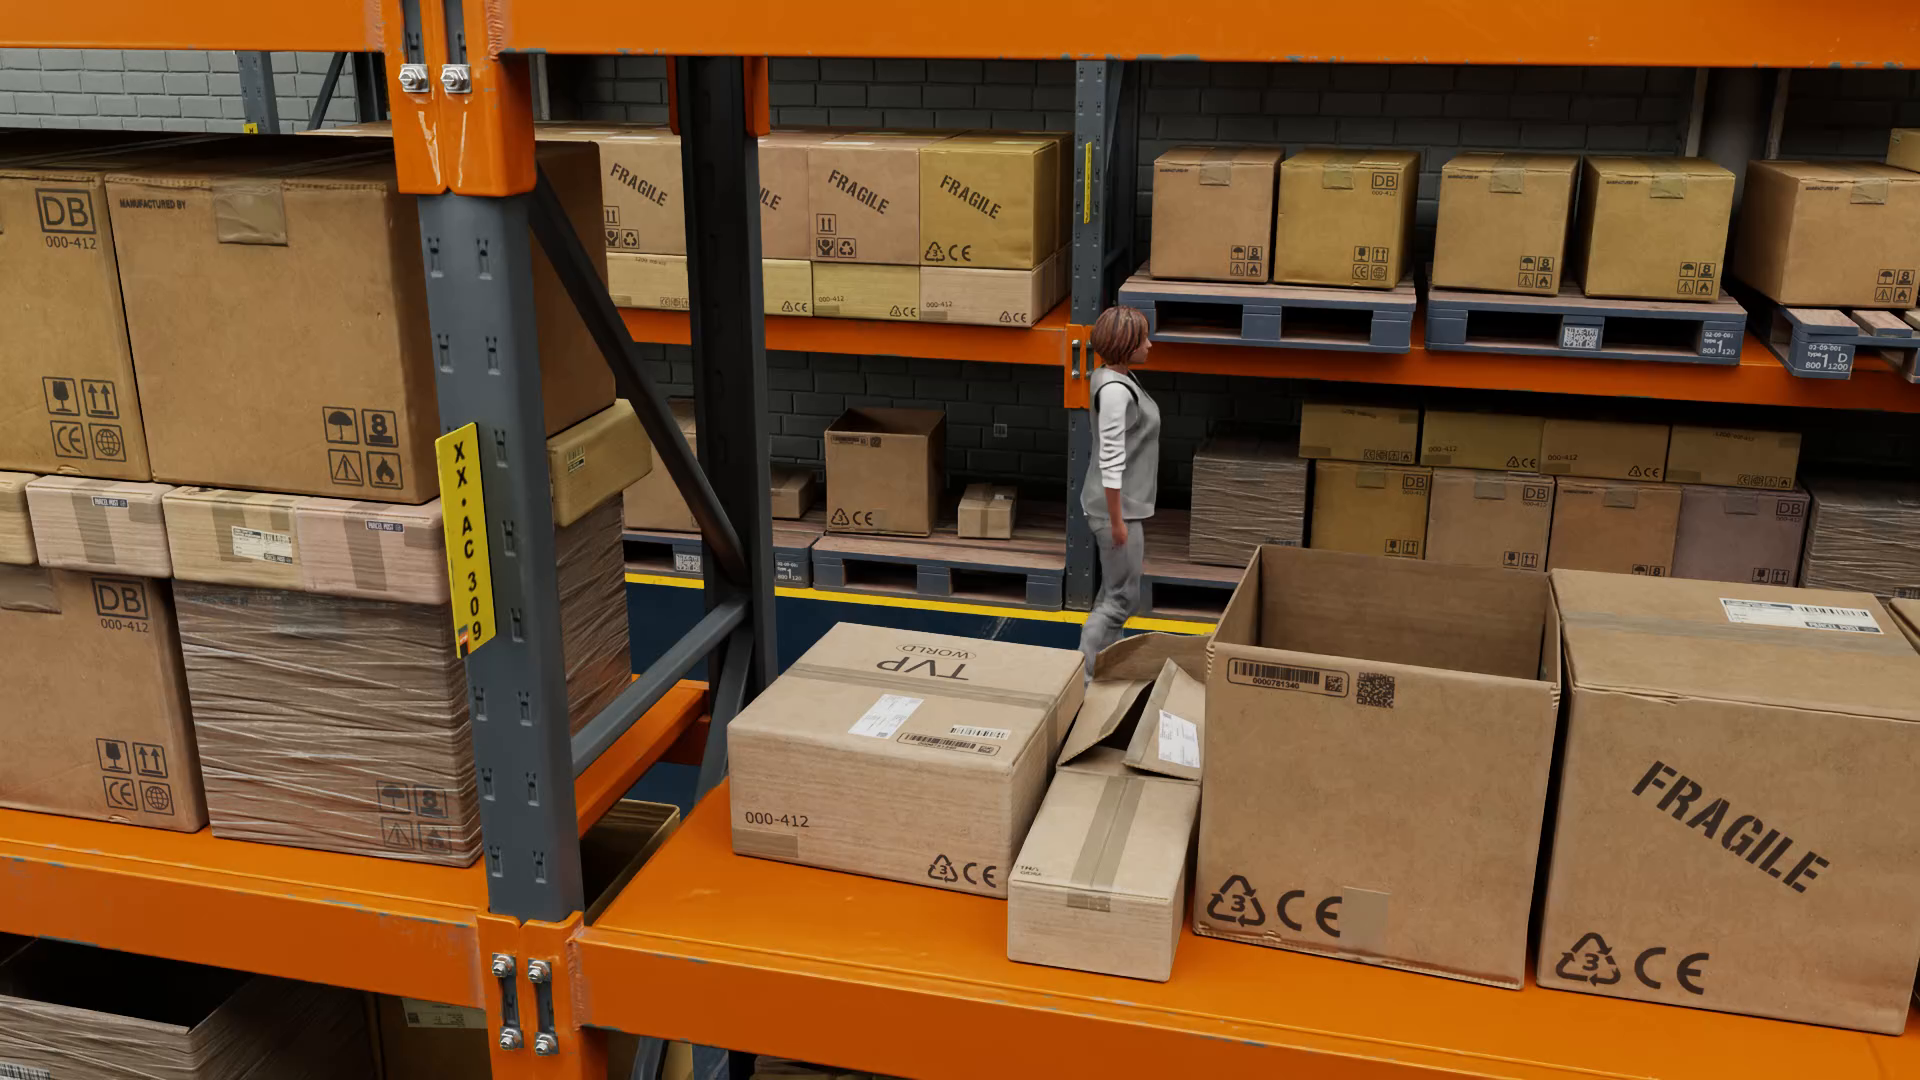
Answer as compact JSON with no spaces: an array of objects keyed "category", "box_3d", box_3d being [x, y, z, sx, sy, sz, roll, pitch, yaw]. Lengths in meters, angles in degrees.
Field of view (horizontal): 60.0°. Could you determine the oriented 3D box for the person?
[{"category":"person","box_3d":[0.603,-0.082,6.402,0.419,1.658,0.437,1,19,2]}]
